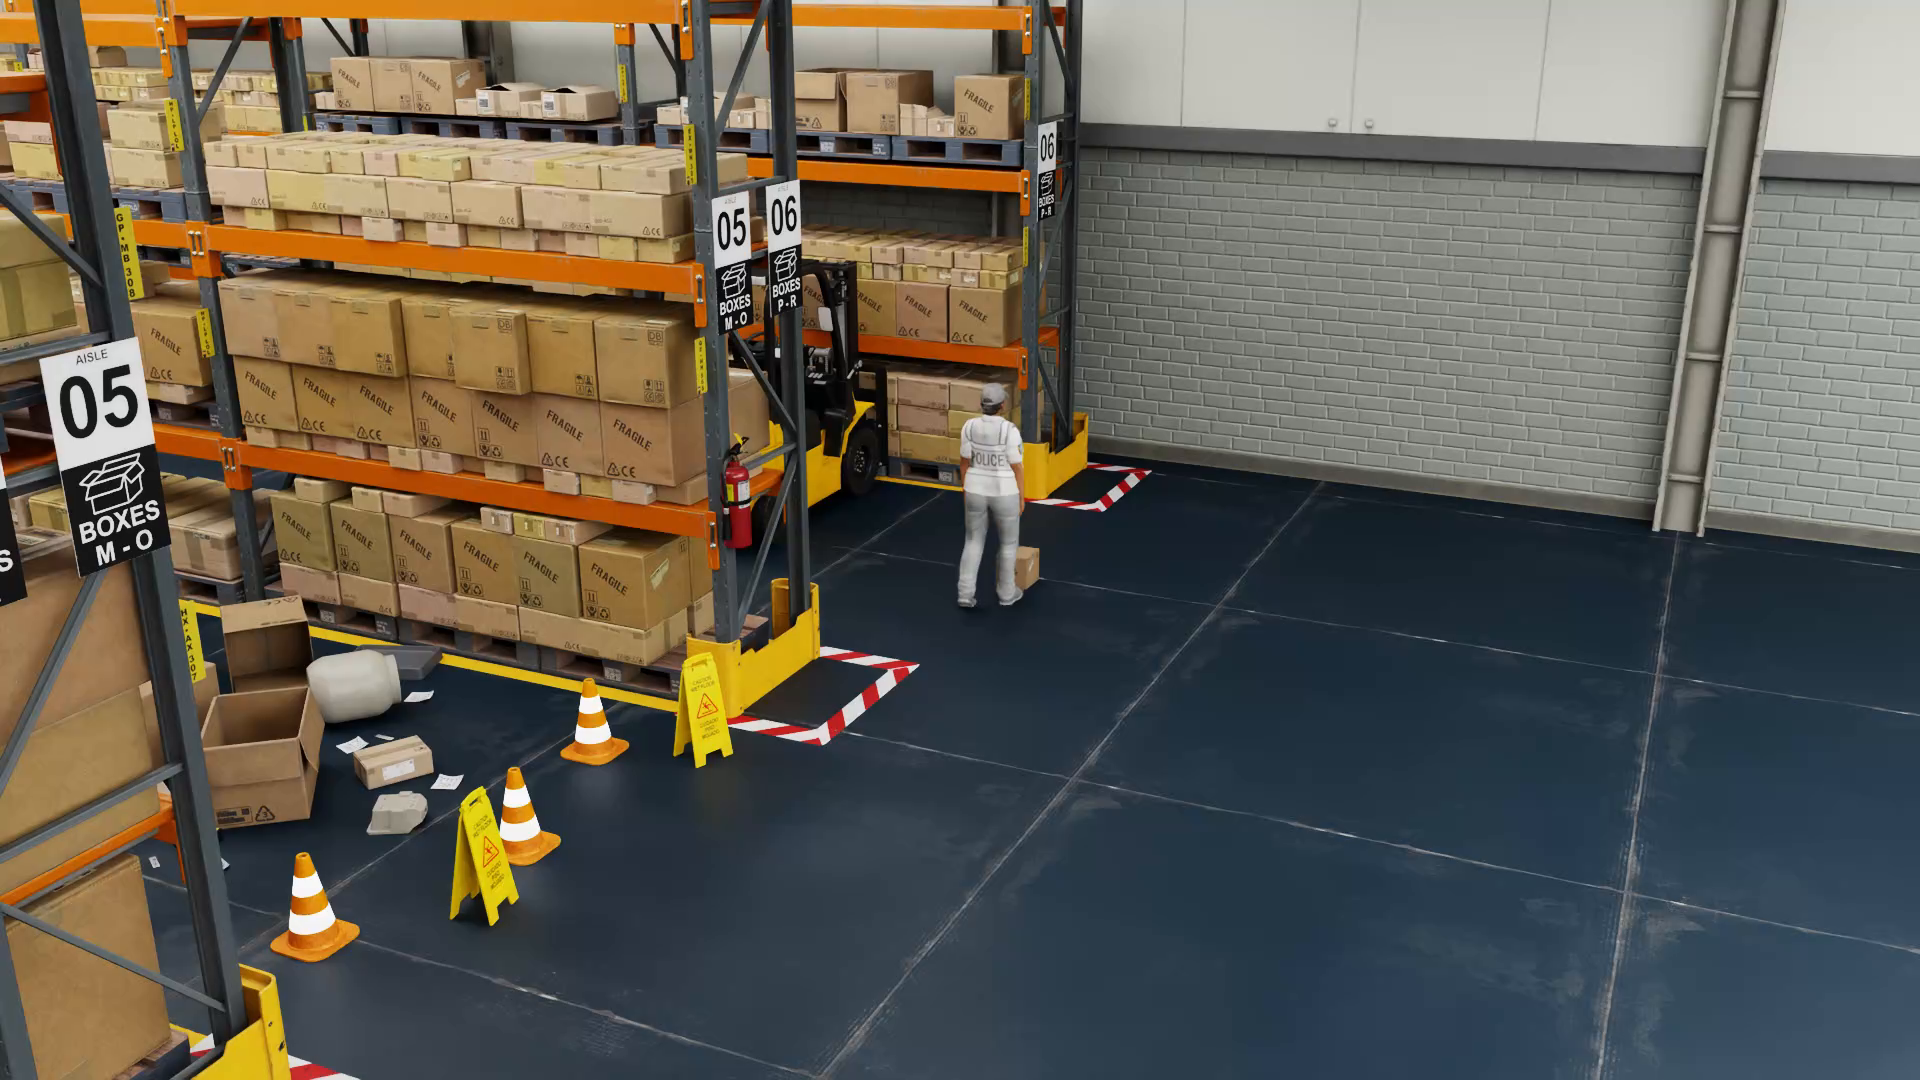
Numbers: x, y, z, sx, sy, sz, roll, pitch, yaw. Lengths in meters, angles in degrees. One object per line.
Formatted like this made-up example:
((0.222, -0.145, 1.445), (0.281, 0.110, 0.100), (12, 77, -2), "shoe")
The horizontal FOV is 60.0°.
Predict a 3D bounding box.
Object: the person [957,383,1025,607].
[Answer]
((0.244, -0.302, 11.993), (0.480, 1.707, 0.491), (9, 21, 23), "person")
